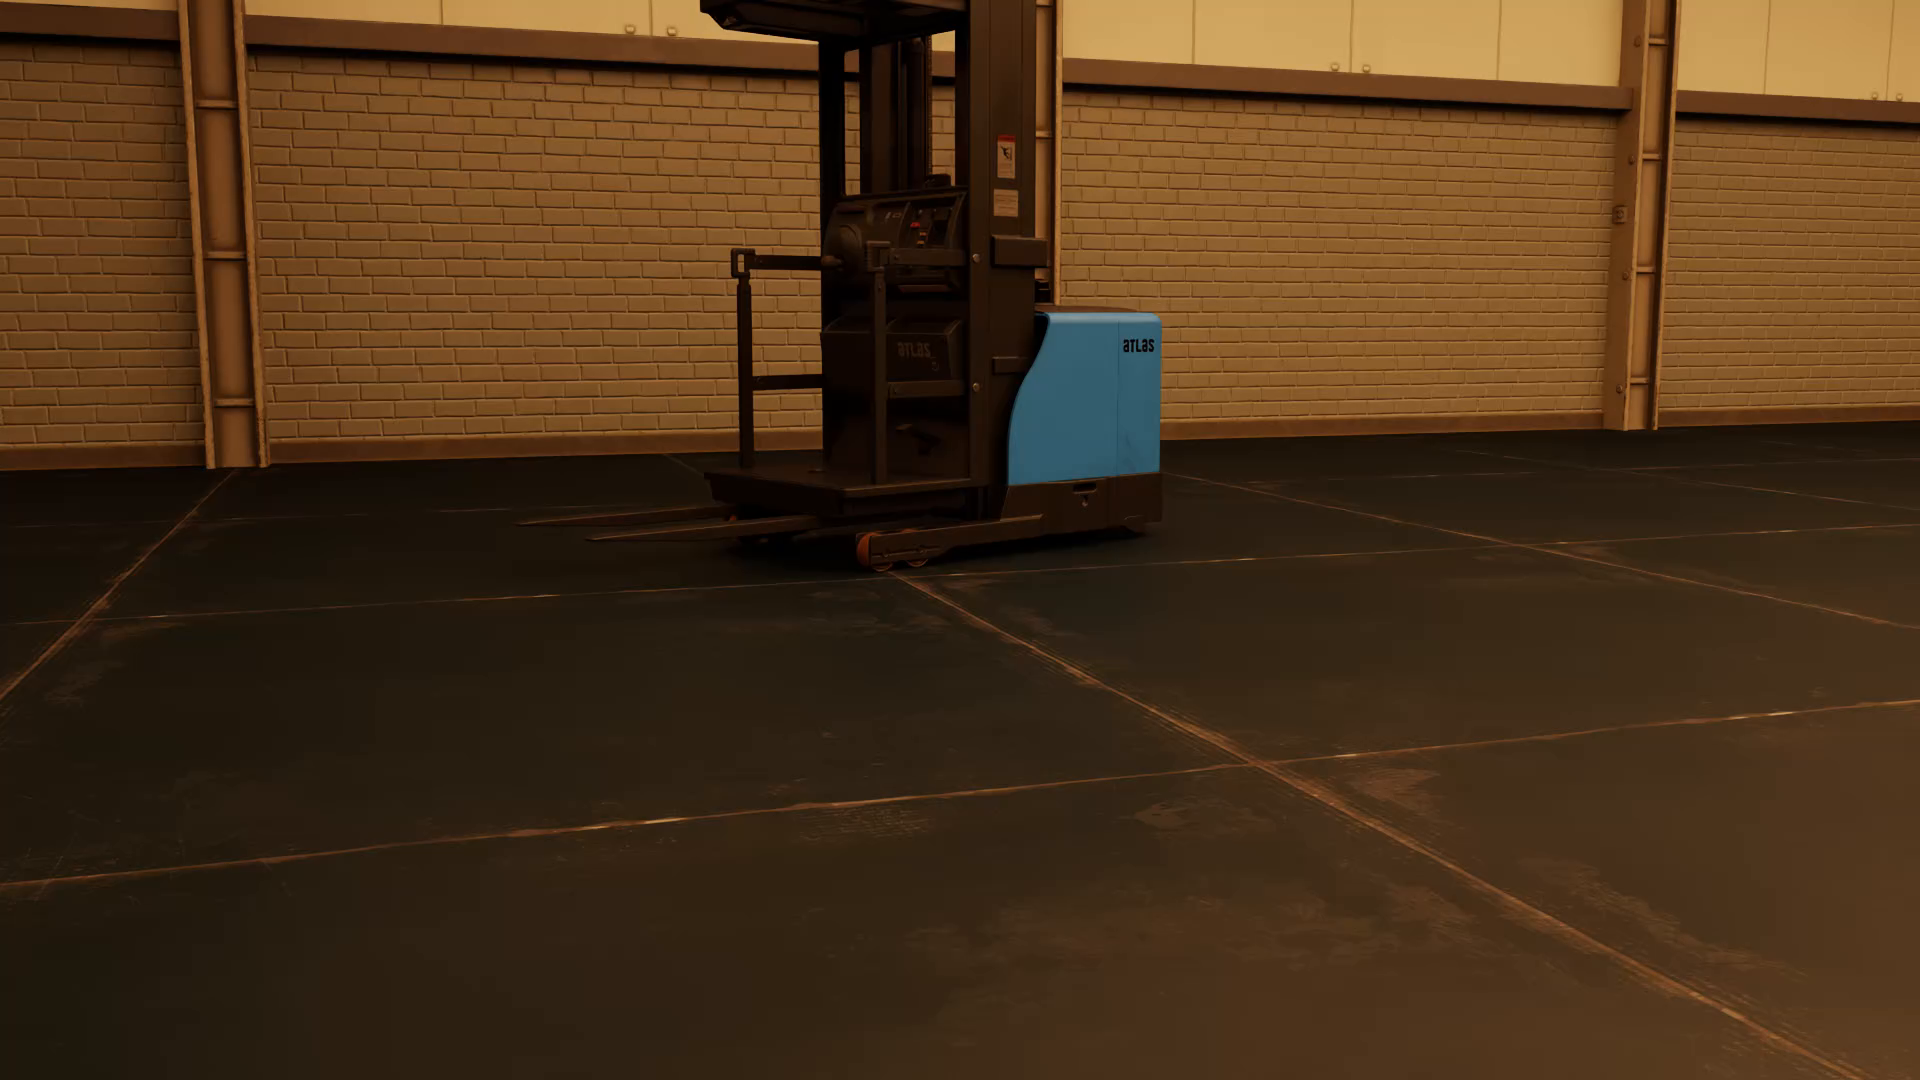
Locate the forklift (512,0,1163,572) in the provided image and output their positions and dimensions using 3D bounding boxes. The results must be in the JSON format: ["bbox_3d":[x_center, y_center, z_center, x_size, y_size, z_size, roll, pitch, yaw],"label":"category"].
[{"bbox_3d":[-0.461,-1.399,7.333,3.031,2.935,1.130,-7,10,-40],"label":"forklift"}]
